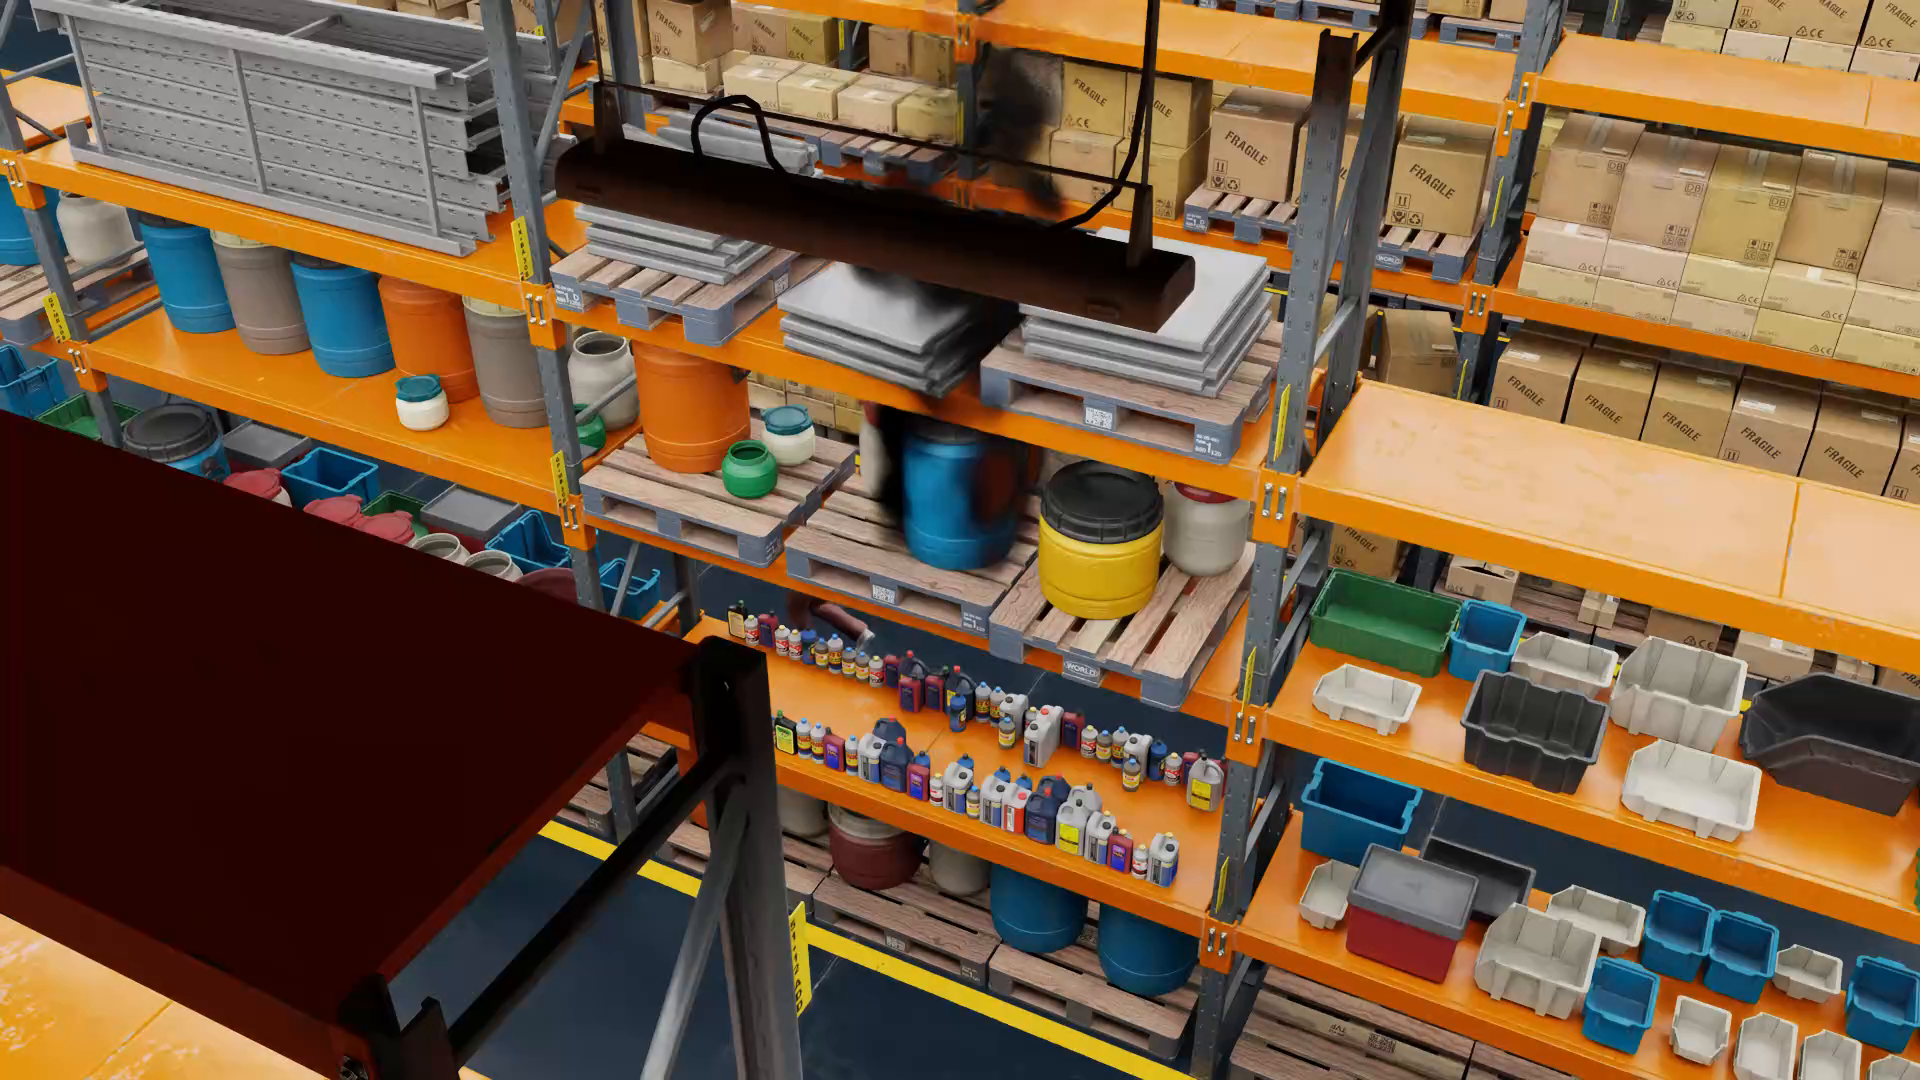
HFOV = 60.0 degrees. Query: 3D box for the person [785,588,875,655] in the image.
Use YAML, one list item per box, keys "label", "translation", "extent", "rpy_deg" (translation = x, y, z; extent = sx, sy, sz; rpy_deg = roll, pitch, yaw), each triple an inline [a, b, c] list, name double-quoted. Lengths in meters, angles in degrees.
- label: "person"
  translation: [-0.995, 0.265, 12.033]
  extent: [0.669, 1.590, 0.585]
  rpy_deg: [21, 40, 27]
